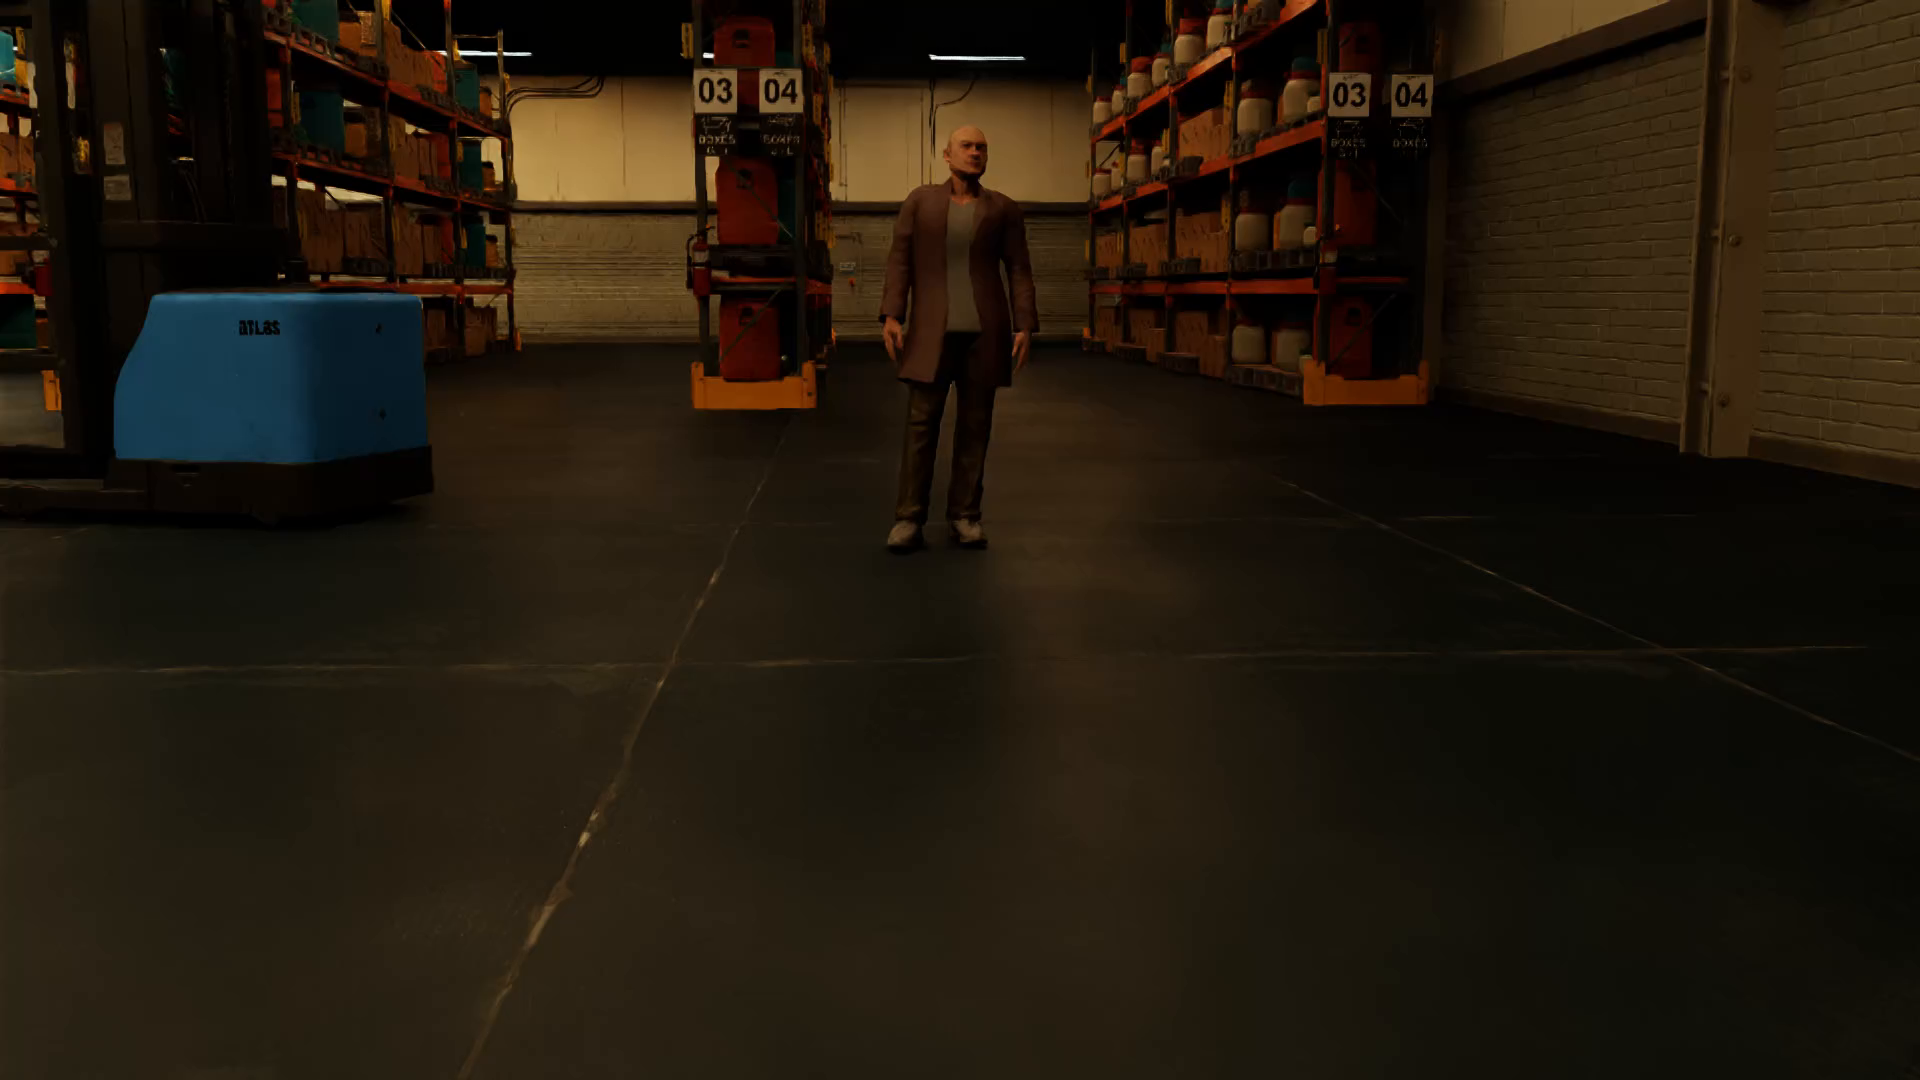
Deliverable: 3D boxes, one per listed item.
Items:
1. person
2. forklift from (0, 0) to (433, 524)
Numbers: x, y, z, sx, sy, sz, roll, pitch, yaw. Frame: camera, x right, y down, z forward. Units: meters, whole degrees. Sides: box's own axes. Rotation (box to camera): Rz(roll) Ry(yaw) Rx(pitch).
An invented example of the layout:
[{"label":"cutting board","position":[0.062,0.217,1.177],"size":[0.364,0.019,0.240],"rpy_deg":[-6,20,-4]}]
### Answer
[{"label":"person","position":[0.001,-0.873,7.088],"size":[0.694,1.776,0.580],"rpy_deg":[-1,8,-4]},{"label":"forklift","position":[-4.258,-1.615,8.209],"size":[3.031,2.935,1.130],"rpy_deg":[2,9,15]}]
